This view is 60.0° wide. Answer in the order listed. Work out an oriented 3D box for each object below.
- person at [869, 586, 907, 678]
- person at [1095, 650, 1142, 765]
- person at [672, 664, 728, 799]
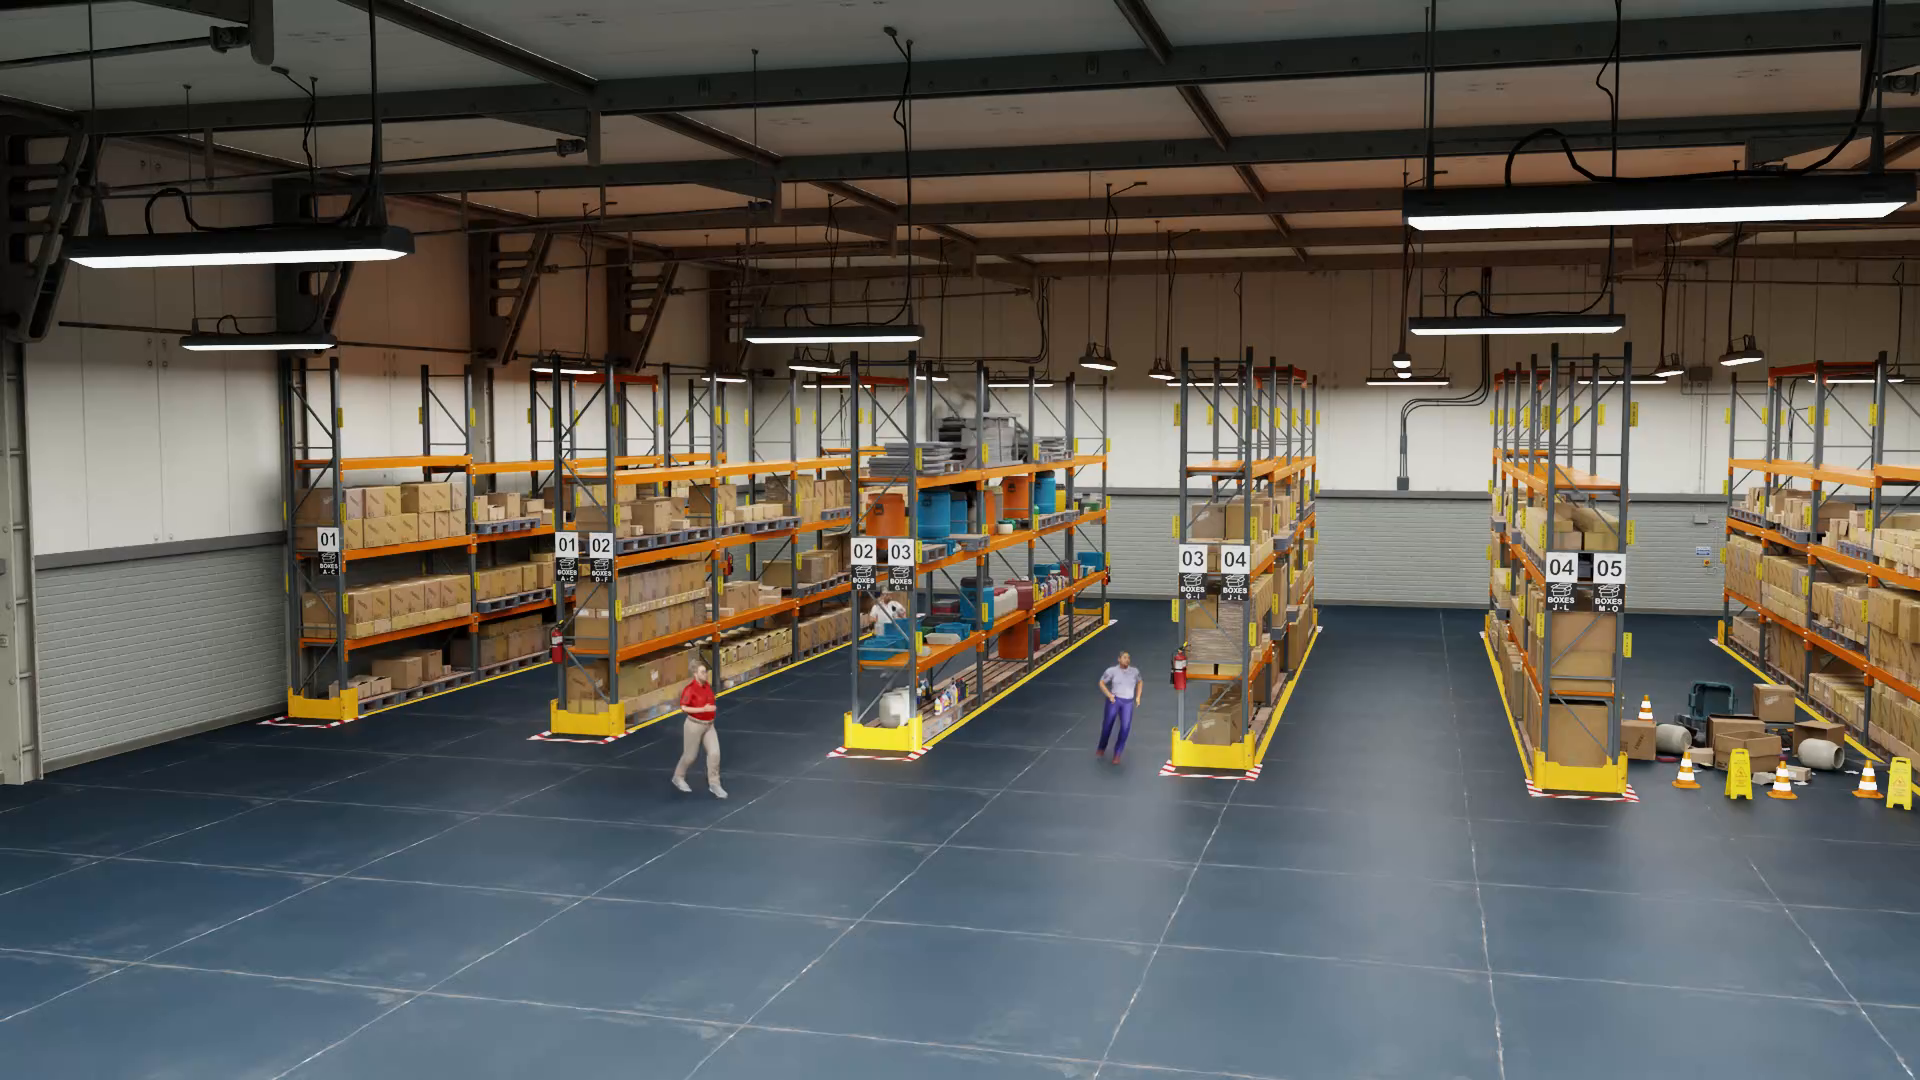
[{"bbox_3d":[-1.367,1.722,30.789,0.658,1.738,0.957,1,4,13],"label":"person"},{"bbox_3d":[2.322,2.441,24.231,0.668,1.648,0.680,0,4,-1],"label":"person"},{"bbox_3d":[-3.438,2.506,21.974,0.871,1.749,0.660,3,5,36],"label":"person"}]
